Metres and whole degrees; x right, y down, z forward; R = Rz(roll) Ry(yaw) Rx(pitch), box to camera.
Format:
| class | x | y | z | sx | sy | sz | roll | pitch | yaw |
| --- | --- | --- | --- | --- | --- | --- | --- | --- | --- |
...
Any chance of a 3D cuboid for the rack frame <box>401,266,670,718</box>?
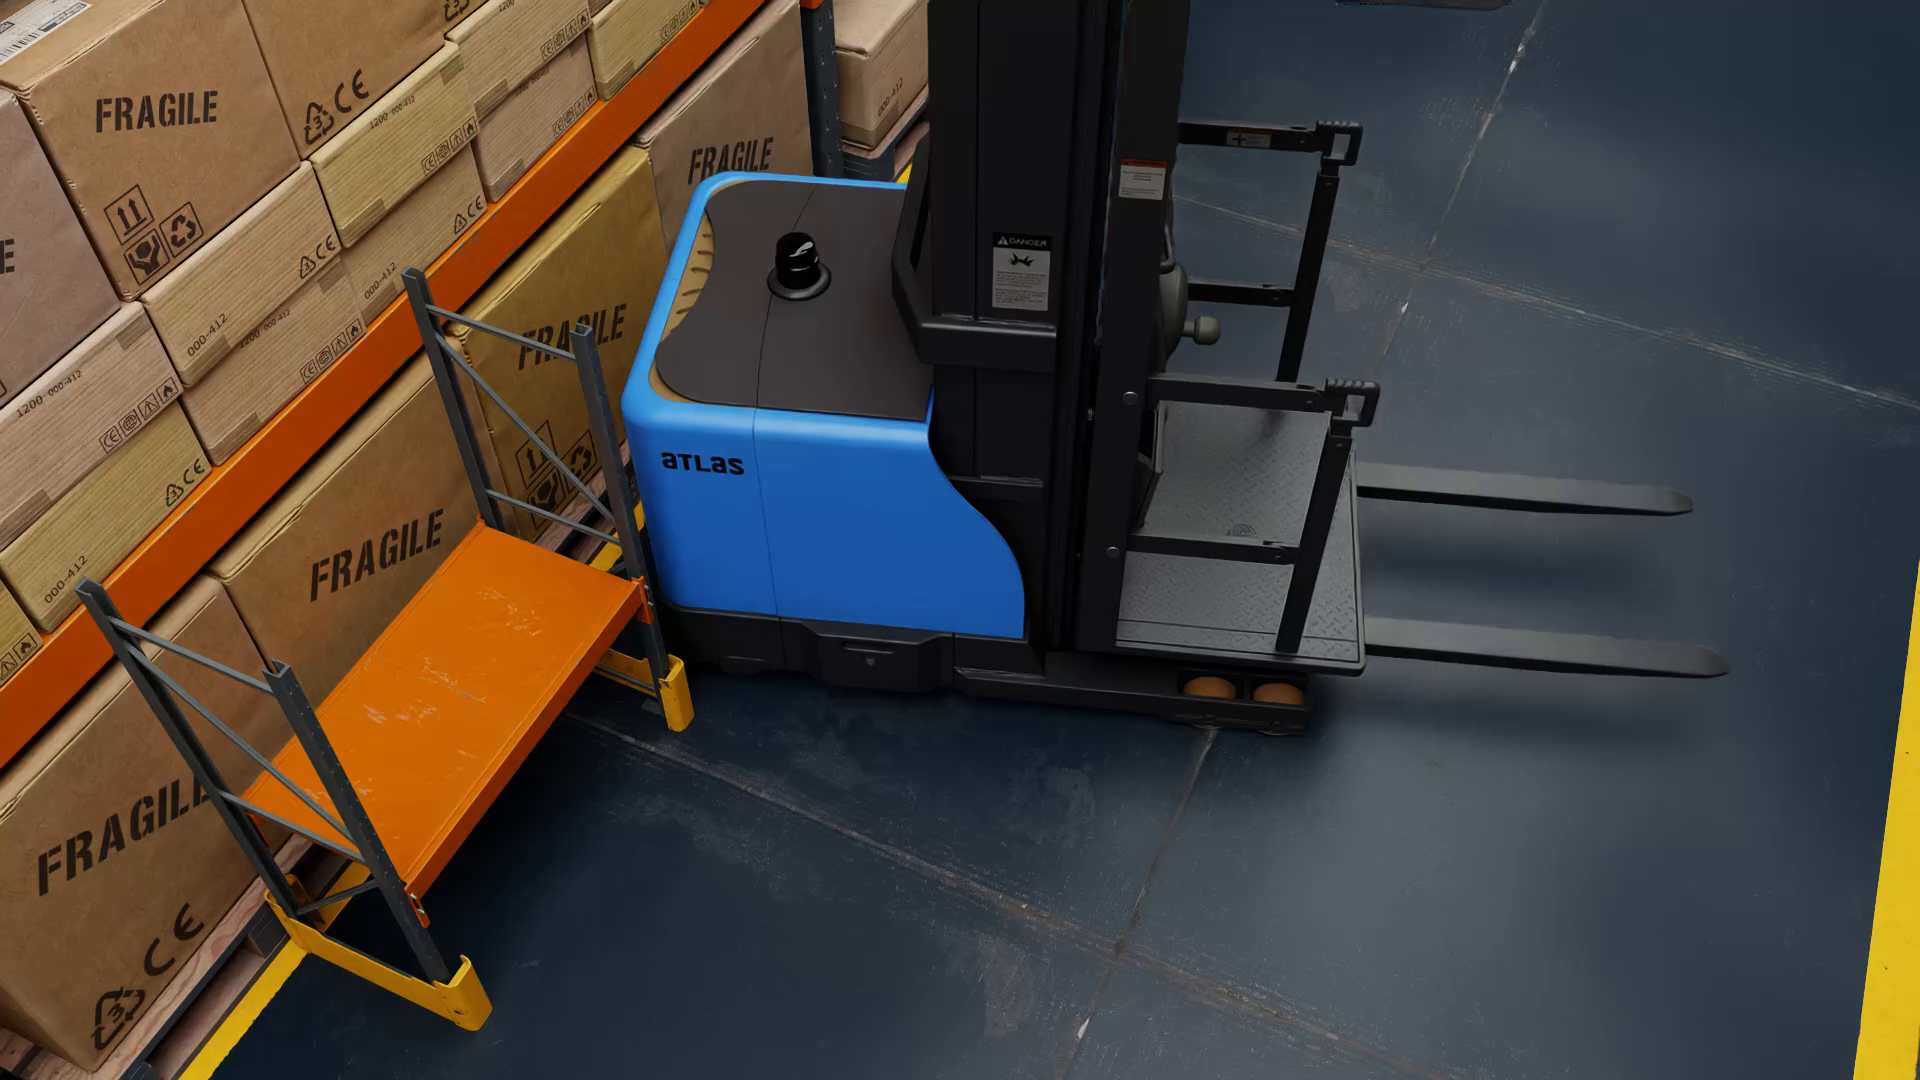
| class | x | y | z | sx | sy | sz | roll | pitch | yaw |
| --- | --- | --- | --- | --- | --- | --- | --- | --- | --- |
| rack frame | -1.046 | -0.053 | 4.310 | 0.500 | 1.500 | 0.032 | 20 | 52 | 16 |

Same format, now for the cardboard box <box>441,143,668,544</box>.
| class | x | y | z | sx | sy | sz | roll | pitch | yaw |
| --- | --- | --- | --- | --- | --- | --- | --- | --- | --- |
| cardboard box | -1.477 | -0.694 | 4.990 | 0.875 | 0.875 | 0.875 | 21 | 53 | 17 |

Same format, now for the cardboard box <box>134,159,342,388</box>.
| class | x | y | z | sx | sy | sz | roll | pitch | yaw |
| --- | --- | --- | --- | --- | --- | --- | --- | --- | --- |
| cardboard box | -1.728 | -0.646 | 3.600 | 0.500 | 0.250 | 0.500 | 20 | 52 | 16 |

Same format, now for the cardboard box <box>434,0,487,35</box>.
| class | x | y | z | sx | sy | sz | roll | pitch | yaw |
| --- | --- | --- | --- | --- | --- | --- | --- | --- | --- |
| cardboard box | -1.318 | -1.590 | 3.911 | 0.500 | 0.500 | 0.500 | 21 | 53 | 17 |

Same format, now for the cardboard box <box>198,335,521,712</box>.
| class | x | y | z | sx | sy | sz | roll | pitch | yaw |
| --- | --- | --- | --- | --- | --- | --- | --- | --- | --- |
| cardboard box | -1.859 | -0.078 | 4.467 | 0.875 | 0.875 | 0.875 | 20 | 53 | 17 |

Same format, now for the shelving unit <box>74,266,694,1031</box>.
| class | x | y | z | sx | sy | sz | roll | pitch | yaw |
| --- | --- | --- | --- | --- | --- | --- | --- | --- | --- |
| shelving unit | -1.256 | 0.292 | 4.017 | 0.587 | 1.500 | 1.083 | 20 | 52 | 16 |

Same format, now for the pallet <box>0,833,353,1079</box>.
| class | x | y | z | sx | sy | sz | roll | pitch | yaw |
| --- | --- | --- | --- | --- | --- | --- | --- | --- | --- |
| pallet | -2.209 | 0.816 | 4.417 | 1.003 | 0.211 | 1.213 | 20 | 52 | 16 |

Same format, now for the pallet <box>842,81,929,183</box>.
| class | x | y | z | sx | sy | sz | roll | pitch | yaw |
| --- | --- | --- | --- | --- | --- | --- | --- | --- | --- |
| pallet | -0.510 | -1.918 | 6.744 | 1.003 | 0.211 | 1.213 | 20 | 52 | 16 |

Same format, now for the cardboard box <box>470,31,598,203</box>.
| class | x | y | z | sx | sy | sz | roll | pitch | yaw |
| --- | --- | --- | --- | --- | --- | --- | --- | --- | --- |
| cardboard box | -1.320 | -1.193 | 4.394 | 0.500 | 0.250 | 0.500 | 19 | 52 | 15 |

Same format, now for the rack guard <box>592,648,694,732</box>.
| class | x | y | z | sx | sy | sz | roll | pitch | yaw |
| --- | --- | --- | --- | --- | --- | --- | --- | --- | --- |
| rack guard | -1.046 | 0.353 | 4.785 | 0.587 | 0.250 | 0.087 | 20 | 52 | 16 |

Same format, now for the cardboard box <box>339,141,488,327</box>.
| class | x | y | z | sx | sy | sz | roll | pitch | yaw |
| --- | --- | --- | --- | --- | --- | --- | --- | --- | --- |
| cardboard box | -1.537 | -0.836 | 4.090 | 0.500 | 0.250 | 0.500 | 20 | 52 | 16 |

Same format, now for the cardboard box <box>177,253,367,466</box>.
| class | x | y | z | sx | sy | sz | roll | pitch | yaw |
| --- | --- | --- | --- | --- | --- | --- | --- | --- | --- |
| cardboard box | -1.745 | -0.495 | 3.800 | 0.500 | 0.250 | 0.500 | 21 | 53 | 17 |

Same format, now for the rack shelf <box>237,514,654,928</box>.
| class | x | y | z | sx | sy | sz | roll | pitch | yaw |
| --- | --- | --- | --- | --- | --- | --- | --- | --- | --- |
| rack shelf | -1.260 | 0.415 | 4.148 | 0.538 | 0.185 | 1.000 | 20 | 52 | 16 |

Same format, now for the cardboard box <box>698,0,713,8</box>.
| class | x | y | z | sx | sy | sz | roll | pitch | yaw |
| --- | --- | --- | --- | --- | --- | --- | --- | --- | --- |
| cardboard box | -0.869 | -1.884 | 4.982 | 0.500 | 0.250 | 0.500 | 19 | 52 | 15 |

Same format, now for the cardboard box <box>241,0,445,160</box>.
| class | x | y | z | sx | sy | sz | roll | pitch | yaw |
| --- | --- | --- | --- | --- | --- | --- | --- | --- | --- |
| cardboard box | -1.525 | -1.228 | 3.603 | 0.500 | 0.500 | 0.500 | 21 | 53 | 17 |

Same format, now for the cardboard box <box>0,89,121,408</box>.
| class | x | y | z | sx | sy | sz | roll | pitch | yaw |
| --- | --- | --- | --- | --- | --- | --- | --- | --- | --- |
| cardboard box | -1.979 | -0.531 | 3.010 | 0.500 | 0.500 | 0.500 | 20 | 52 | 16 |

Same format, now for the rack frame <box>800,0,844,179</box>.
| class | x | y | z | sx | sy | sz | roll | pitch | yaw |
| --- | --- | --- | --- | --- | --- | --- | --- | --- | --- |
| rack frame | -0.905 | -2.324 | 5.258 | 1.000 | 3.000 | 0.127 | 20 | 52 | 16 |

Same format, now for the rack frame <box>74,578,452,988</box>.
| class | x | y | z | sx | sy | sz | roll | pitch | yaw |
| --- | --- | --- | --- | --- | --- | --- | --- | --- | --- |
| rack frame | -1.475 | 0.649 | 3.713 | 0.500 | 1.500 | 0.032 | 20 | 52 | 16 |

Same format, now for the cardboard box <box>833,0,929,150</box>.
| class | x | y | z | sx | sy | sz | roll | pitch | yaw |
| --- | --- | --- | --- | --- | --- | --- | --- | --- | --- |
| cardboard box | -0.540 | -2.027 | 6.412 | 0.875 | 0.438 | 0.875 | 19 | 52 | 16 |

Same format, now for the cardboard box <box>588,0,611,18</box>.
| class | x | y | z | sx | sy | sz | roll | pitch | yaw |
| --- | --- | --- | --- | --- | --- | --- | --- | --- | --- |
| cardboard box | -1.081 | -1.708 | 4.504 | 0.500 | 0.250 | 0.500 | 21 | 53 | 17 |

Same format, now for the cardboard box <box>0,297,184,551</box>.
| class | x | y | z | sx | sy | sz | roll | pitch | yaw |
| --- | --- | --- | --- | --- | --- | --- | --- | --- | --- |
| cardboard box | -1.953 | -0.307 | 3.312 | 0.500 | 0.250 | 0.500 | 21 | 53 | 17 |

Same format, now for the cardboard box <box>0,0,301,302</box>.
| class | x | y | z | sx | sy | sz | roll | pitch | yaw |
| --- | --- | --- | --- | --- | --- | --- | --- | --- | --- |
| cardboard box | -1.744 | -0.882 | 3.309 | 0.500 | 0.500 | 0.500 | 21 | 53 | 17 |

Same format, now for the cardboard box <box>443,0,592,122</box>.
| class | x | y | z | sx | sy | sz | roll | pitch | yaw |
| --- | --- | --- | --- | --- | --- | --- | --- | --- | --- |
| cardboard box | -1.296 | -1.349 | 4.199 | 0.500 | 0.250 | 0.500 | 21 | 53 | 17 |

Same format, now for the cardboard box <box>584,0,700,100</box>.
| class | x | y | z | sx | sy | sz | roll | pitch | yaw |
| --- | --- | --- | --- | --- | --- | --- | --- | --- | --- |
| cardboard box | -1.088 | -1.534 | 4.684 | 0.500 | 0.250 | 0.500 | 19 | 52 | 16 |

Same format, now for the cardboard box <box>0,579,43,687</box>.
| class | x | y | z | sx | sy | sz | roll | pitch | yaw |
| --- | --- | --- | --- | --- | --- | --- | --- | --- | --- |
| cardboard box | -2.178 | 0.224 | 3.188 | 0.500 | 0.250 | 0.500 | 19 | 52 | 15 |

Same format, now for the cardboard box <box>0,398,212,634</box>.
| class | x | y | z | sx | sy | sz | roll | pitch | yaw |
| --- | --- | --- | --- | --- | --- | --- | --- | --- | --- |
| cardboard box | -1.974 | -0.135 | 3.494 | 0.500 | 0.250 | 0.500 | 18 | 52 | 15 |

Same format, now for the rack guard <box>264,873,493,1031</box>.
| class | x | y | z | sx | sy | sz | roll | pitch | yaw |
| --- | --- | --- | --- | --- | --- | --- | --- | --- | --- |
| rack guard | -1.466 | 1.041 | 4.200 | 0.587 | 0.250 | 0.087 | 20 | 52 | 16 |

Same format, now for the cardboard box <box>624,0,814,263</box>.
| class | x | y | z | sx | sy | sz | roll | pitch | yaw |
| --- | --- | --- | --- | --- | --- | --- | --- | --- | --- |
| cardboard box | -1.098 | -1.318 | 5.522 | 0.875 | 0.875 | 0.875 | 21 | 53 | 17 |

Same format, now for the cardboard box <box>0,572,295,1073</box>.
| class | x | y | z | sx | sy | sz | roll | pitch | yaw |
| --- | --- | --- | --- | --- | --- | --- | --- | --- | --- |
| cardboard box | -2.244 | 0.534 | 3.945 | 0.875 | 0.875 | 0.875 | 19 | 52 | 16 |

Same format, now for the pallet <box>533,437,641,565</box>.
| class | x | y | z | sx | sy | sz | roll | pitch | yaw |
| --- | --- | --- | --- | --- | --- | --- | --- | --- | --- |
| pallet | -1.687 | -0.021 | 5.129 | 1.003 | 0.211 | 1.213 | 20 | 52 | 16 |

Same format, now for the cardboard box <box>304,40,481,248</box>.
| class | x | y | z | sx | sy | sz | roll | pitch | yaw |
| --- | --- | --- | --- | --- | --- | --- | --- | --- | --- |
| cardboard box | -1.500 | -0.991 | 3.894 | 0.500 | 0.250 | 0.500 | 21 | 53 | 17 |

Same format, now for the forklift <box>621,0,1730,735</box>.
| class | x | y | z | sx | sy | sz | roll | pitch | yaw |
| --- | --- | --- | --- | --- | --- | --- | --- | --- | --- |
| forklift | 0.685 | -0.821 | 4.024 | 3.031 | 2.935 | 1.130 | 5 | 50 | 4 |
